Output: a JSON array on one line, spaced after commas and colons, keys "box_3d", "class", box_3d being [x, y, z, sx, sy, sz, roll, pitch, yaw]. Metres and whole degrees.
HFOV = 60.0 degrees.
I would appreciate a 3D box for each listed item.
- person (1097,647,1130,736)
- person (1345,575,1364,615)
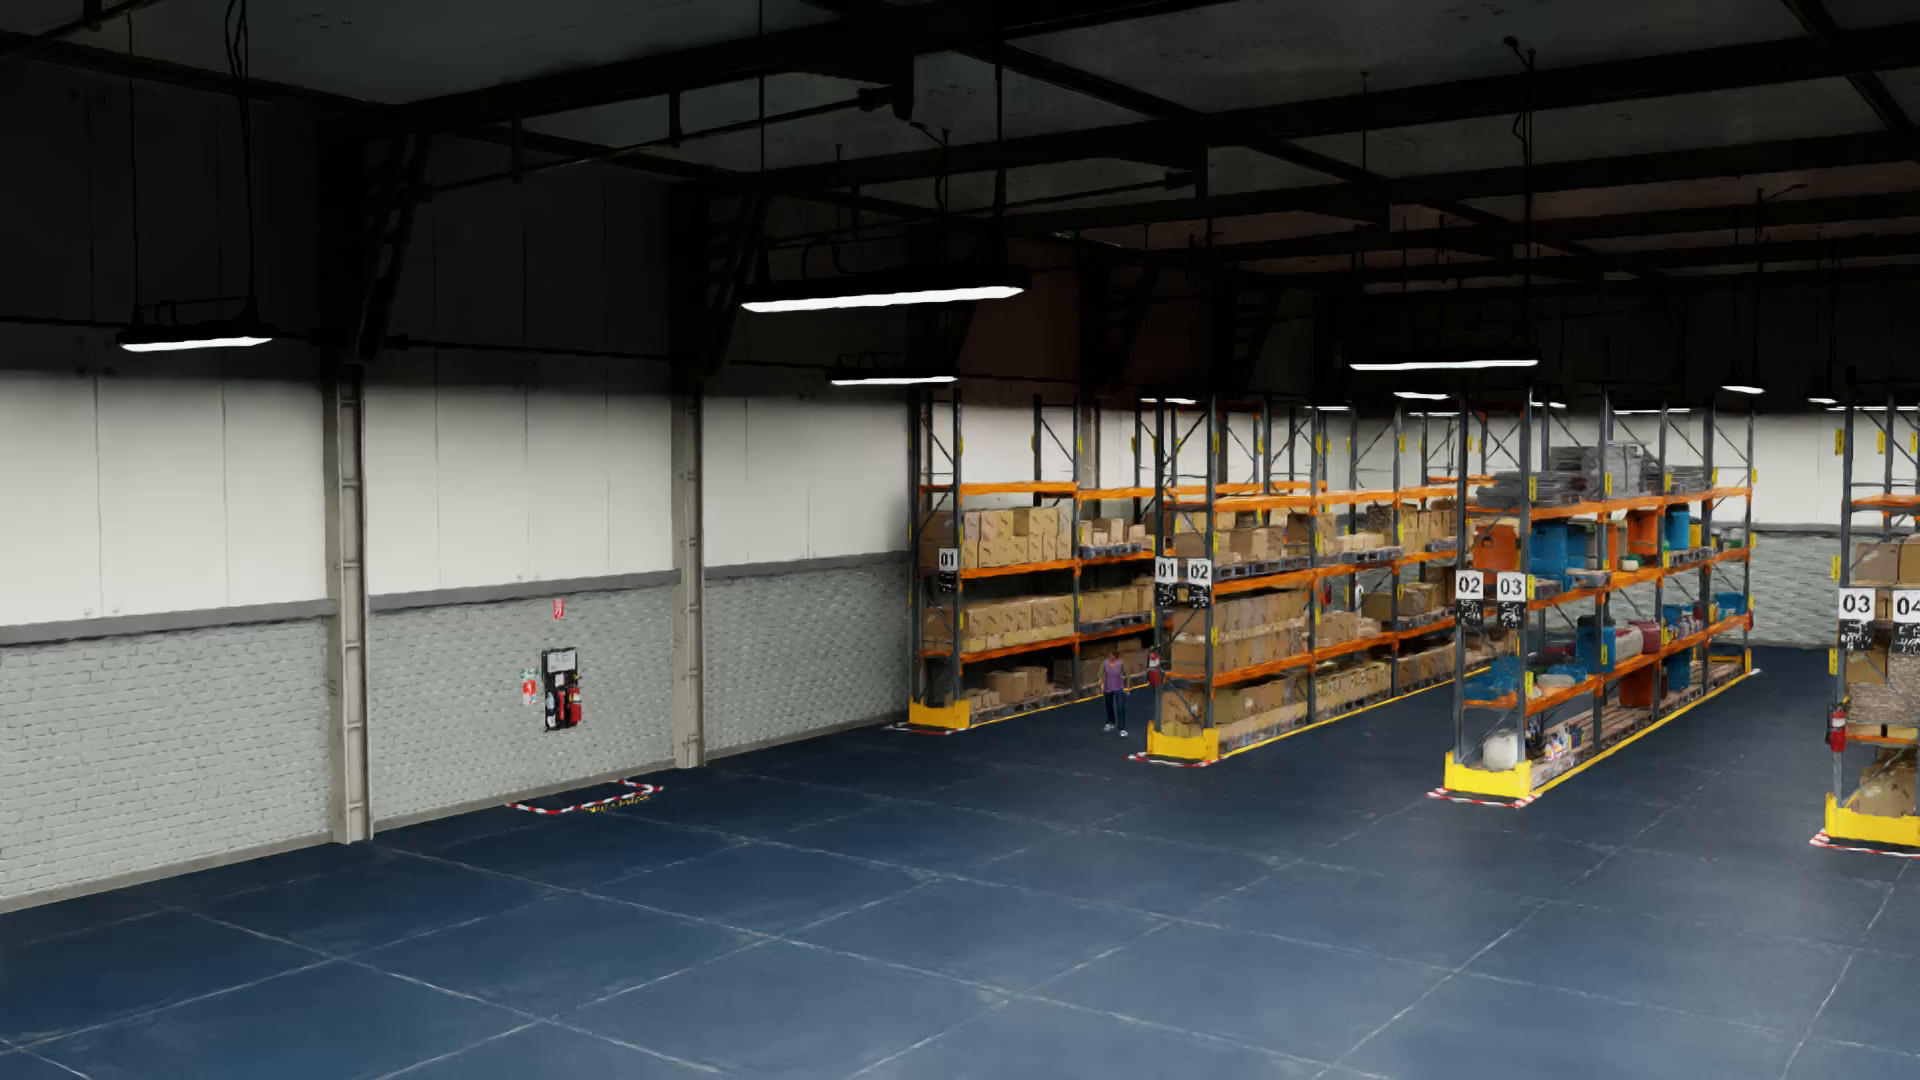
[{"box_3d": [2.680, 2.586, 28.778, 0.562, 1.527, 0.782, 1, 3, 18], "class": "person"}, {"box_3d": [10.270, 1.716, 43.343, 0.587, 1.626, 0.918, 0, 3, 9], "class": "person"}]
